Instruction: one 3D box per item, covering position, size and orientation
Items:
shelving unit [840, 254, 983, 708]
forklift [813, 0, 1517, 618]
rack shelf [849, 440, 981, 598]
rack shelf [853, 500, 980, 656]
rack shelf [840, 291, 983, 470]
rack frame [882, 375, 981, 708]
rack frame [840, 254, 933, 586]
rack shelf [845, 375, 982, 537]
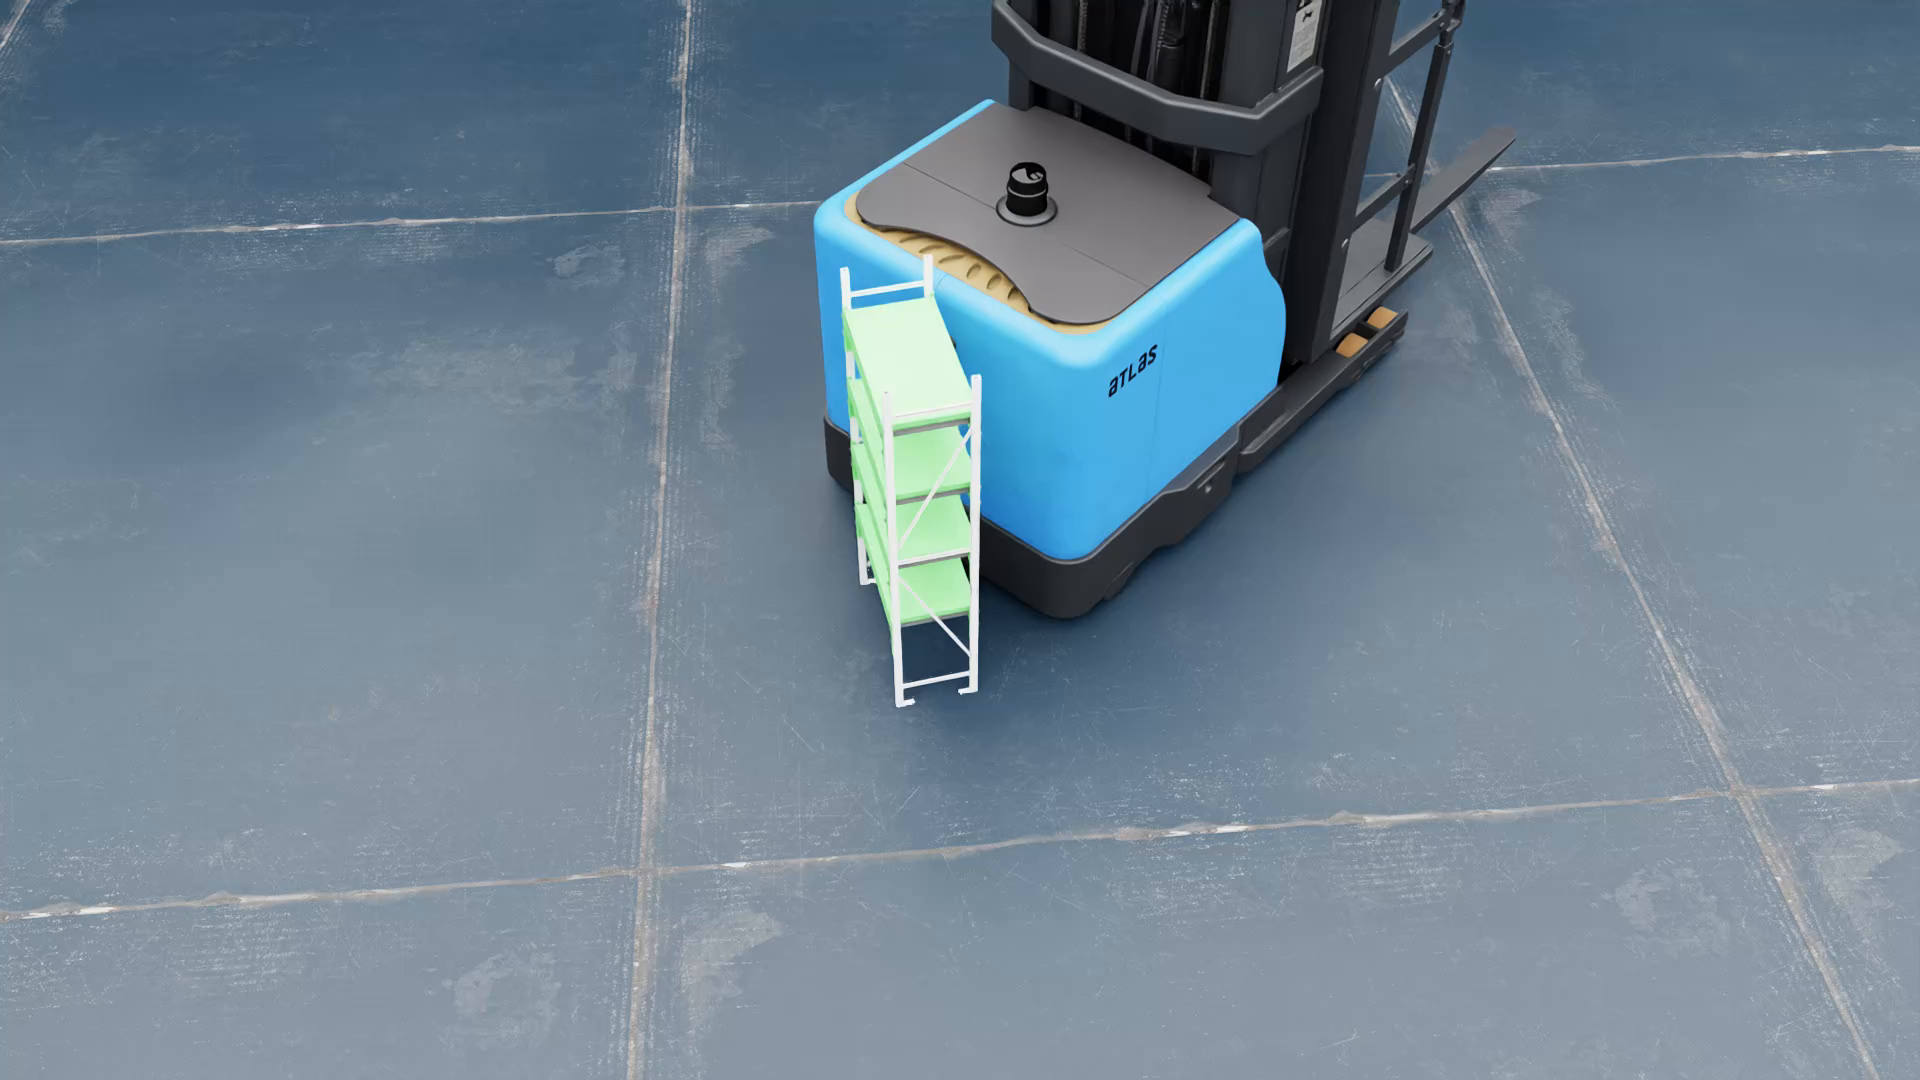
[{"bbox_3d":[-0.128,-0.127,4.544,0.258,1.200,0.503,-11,47,-10],"label":"shelving unit"},{"bbox_3d":[0.917,-1.773,4.910,1.130,2.935,3.031,32,54,27],"label":"forklift"},{"bbox_3d":[-0.128,-0.084,4.591,0.258,0.148,0.480,-11,47,-10],"label":"rack shelf"},{"bbox_3d":[-0.128,0.082,4.765,0.258,0.148,0.480,-11,47,-10],"label":"rack shelf"},{"bbox_3d":[-0.128,-0.414,4.242,0.258,0.148,0.480,-11,47,-10],"label":"rack shelf"},{"bbox_3d":[-0.068,0.044,4.382,0.240,1.200,0.015,-11,47,-10],"label":"rack frame"},{"bbox_3d":[-0.189,-0.299,4.707,0.240,1.200,0.015,-11,47,-10],"label":"rack frame"},{"bbox_3d":[-0.128,-0.249,4.416,0.258,0.148,0.480,-11,47,-10],"label":"rack shelf"}]
